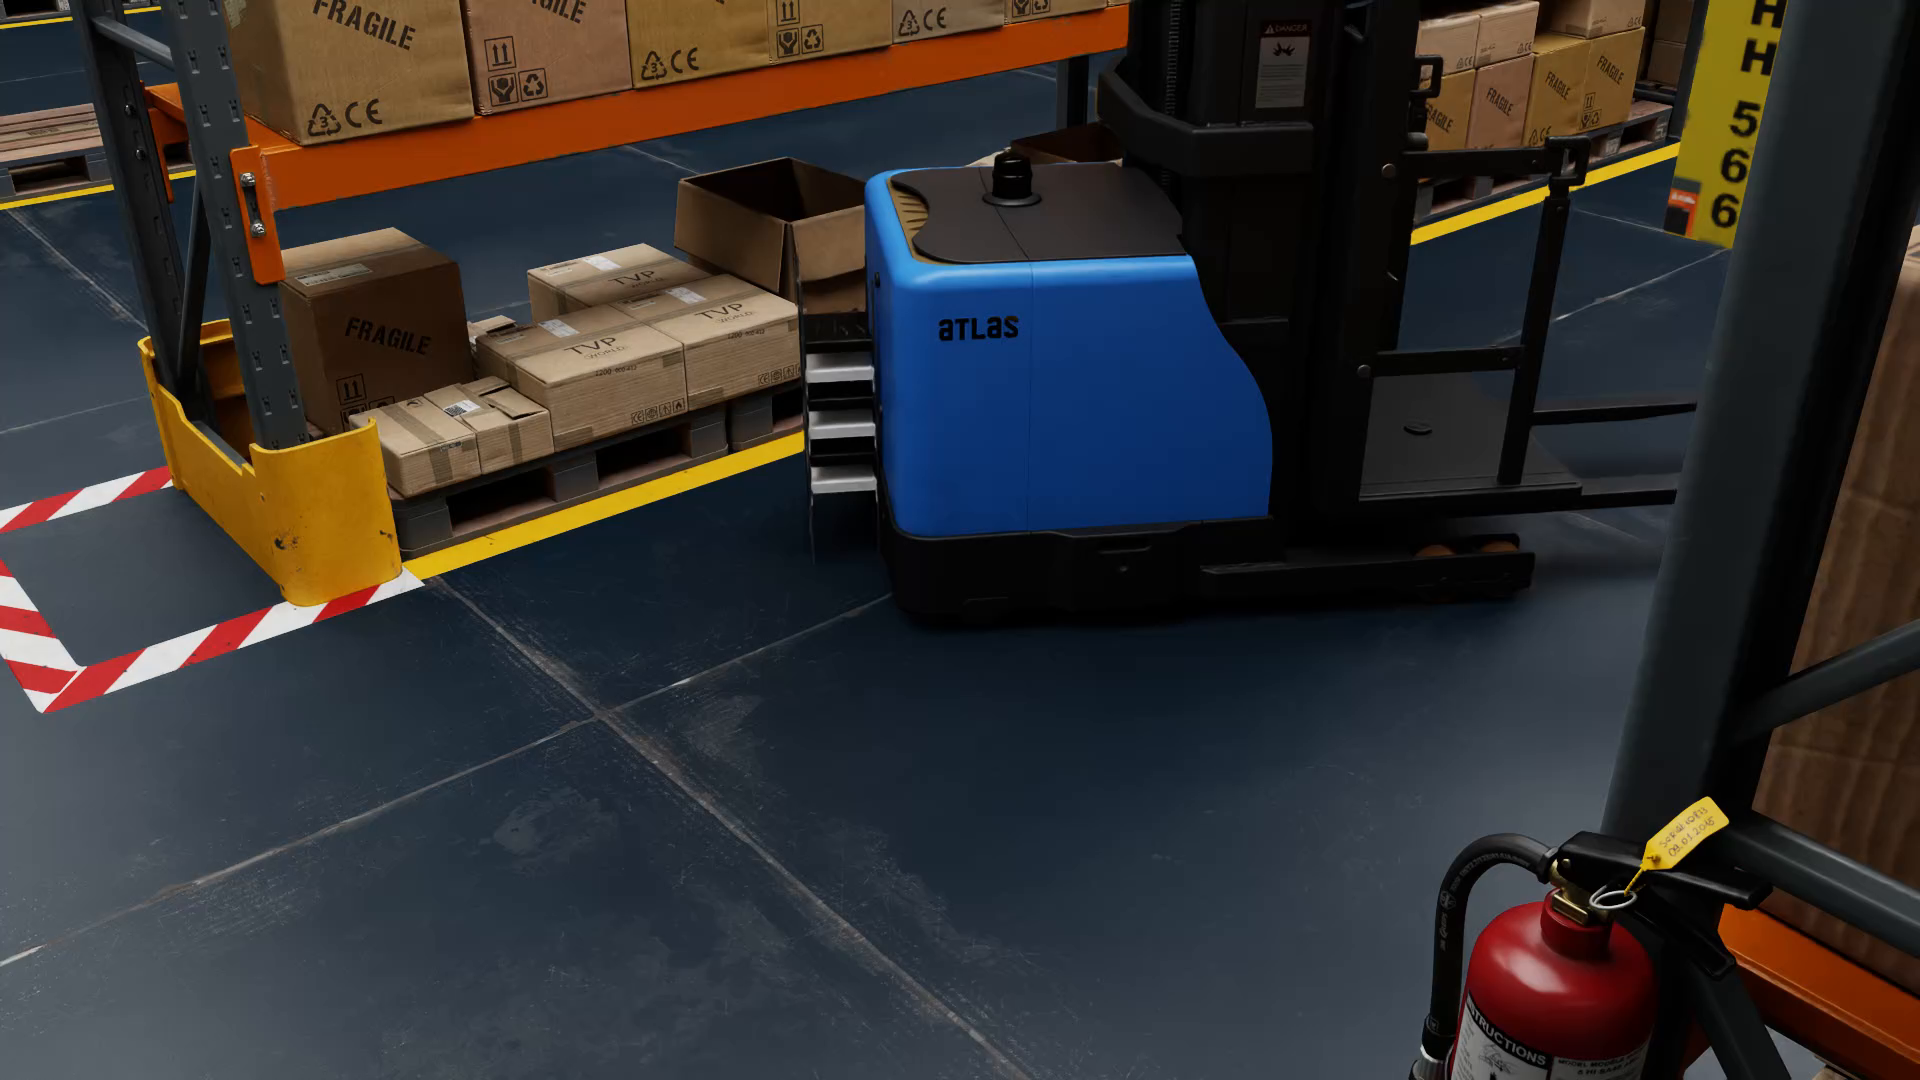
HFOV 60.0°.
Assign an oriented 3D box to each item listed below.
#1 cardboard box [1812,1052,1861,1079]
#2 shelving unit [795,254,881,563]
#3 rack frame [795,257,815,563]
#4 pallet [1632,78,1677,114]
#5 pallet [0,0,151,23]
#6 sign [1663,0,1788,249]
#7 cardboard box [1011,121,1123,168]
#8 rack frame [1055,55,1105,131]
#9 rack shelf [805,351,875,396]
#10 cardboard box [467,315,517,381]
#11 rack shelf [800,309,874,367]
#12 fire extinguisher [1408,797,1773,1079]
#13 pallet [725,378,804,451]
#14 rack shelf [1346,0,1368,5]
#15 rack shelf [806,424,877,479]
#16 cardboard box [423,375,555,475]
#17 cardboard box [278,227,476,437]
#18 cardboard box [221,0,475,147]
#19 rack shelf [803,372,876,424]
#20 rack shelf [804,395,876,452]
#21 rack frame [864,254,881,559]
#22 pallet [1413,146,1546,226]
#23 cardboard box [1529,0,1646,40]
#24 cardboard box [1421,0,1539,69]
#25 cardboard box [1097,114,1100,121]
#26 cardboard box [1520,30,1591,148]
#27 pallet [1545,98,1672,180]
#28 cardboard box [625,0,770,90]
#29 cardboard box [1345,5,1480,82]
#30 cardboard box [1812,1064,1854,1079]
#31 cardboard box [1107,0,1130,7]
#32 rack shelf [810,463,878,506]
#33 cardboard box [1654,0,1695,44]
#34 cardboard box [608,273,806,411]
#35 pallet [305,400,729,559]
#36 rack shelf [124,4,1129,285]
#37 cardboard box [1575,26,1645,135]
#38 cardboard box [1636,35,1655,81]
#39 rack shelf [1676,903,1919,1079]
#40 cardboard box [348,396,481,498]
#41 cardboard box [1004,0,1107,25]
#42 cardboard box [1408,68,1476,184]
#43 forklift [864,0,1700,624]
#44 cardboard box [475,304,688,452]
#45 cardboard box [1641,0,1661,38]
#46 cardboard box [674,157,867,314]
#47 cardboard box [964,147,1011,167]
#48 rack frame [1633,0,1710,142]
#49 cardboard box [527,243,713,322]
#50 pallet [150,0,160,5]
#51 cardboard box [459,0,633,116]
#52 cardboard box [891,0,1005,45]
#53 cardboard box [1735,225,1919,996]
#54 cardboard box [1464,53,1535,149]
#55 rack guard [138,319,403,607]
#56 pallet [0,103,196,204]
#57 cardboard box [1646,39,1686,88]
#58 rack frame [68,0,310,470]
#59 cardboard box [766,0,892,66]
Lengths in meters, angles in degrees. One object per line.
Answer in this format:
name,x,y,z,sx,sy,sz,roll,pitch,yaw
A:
cardboard box,1.426,0.699,2.277,0.250,0.149,0.380,-22,35,-35
shelving unit,-0.365,-0.389,5.022,0.210,0.900,0.258,-4,28,-7
rack frame,-0.466,-0.382,5.010,0.006,0.900,0.240,-4,28,-7
pallet,4.499,-2.808,10.280,1.213,0.211,1.003,-22,35,-35
pallet,-7.181,-4.319,13.109,1.213,0.211,1.003,-22,35,-35
sign,0.637,-0.391,1.320,0.005,0.325,0.100,-22,35,-35
cardboard box,0.555,-1.391,6.857,0.500,0.500,0.500,-22,35,-35
rack frame,0.804,-2.576,6.888,0.127,3.000,1.000,-22,35,-35
rack shelf,-0.365,-0.518,4.953,0.200,0.077,0.258,-4,28,-7
cardboard box,-1.619,-0.643,5.810,0.250,0.166,0.380,-22,35,-35
rack shelf,-0.365,-0.597,4.911,0.200,0.077,0.258,-4,28,-7
fire extinguisher,0.565,0.502,1.606,0.183,0.674,0.296,-22,35,-35
pallet,-0.648,-0.761,6.450,1.213,0.211,1.003,-22,35,-35
rack shelf,2.326,-2.870,8.202,4.000,0.370,1.077,-22,35,-35
rack shelf,-0.365,-0.280,5.081,0.200,0.077,0.258,-4,28,-7
cardboard box,-1.507,-0.378,5.314,0.250,0.166,0.380,-22,35,-35
cardboard box,-1.985,-0.698,5.560,0.500,0.500,0.500,-22,35,-35
cardboard box,-1.730,-1.438,4.651,0.500,0.500,0.500,-21,35,-34
rack shelf,-0.365,-0.439,4.996,0.200,0.077,0.258,-4,28,-7
rack shelf,-0.365,-0.359,5.038,0.200,0.077,0.258,-4,28,-7
rack frame,-0.264,-0.395,5.035,0.006,0.900,0.240,-4,28,-7
pallet,2.327,-1.984,8.738,1.213,0.211,1.003,-22,35,-35
cardboard box,3.248,-2.833,8.758,0.500,0.250,0.500,-20,34,-33
cardboard box,2.472,-2.518,8.170,0.500,0.250,0.500,-23,36,-36
cardboard box,0.993,-1.921,7.848,0.500,0.500,0.500,-22,35,-35
cardboard box,2.894,-2.363,8.674,0.500,0.500,0.500,-23,36,-37
pallet,3.254,-2.355,9.433,1.213,0.211,1.003,-22,35,-35
cardboard box,-0.958,-1.750,5.236,0.500,0.500,0.500,-22,35,-35
cardboard box,2.091,-2.365,7.882,0.500,0.250,0.500,-22,35,-35
cardboard box,1.447,1.090,2.234,0.500,0.500,0.700,-22,35,-35
cardboard box,0.590,-2.375,6.406,0.500,0.500,0.500,-21,35,-34
rack shelf,-0.365,-0.200,5.123,0.200,0.077,0.258,-4,28,-7
cardboard box,4.436,-3.074,9.697,0.500,0.311,0.500,-21,34,-33
cardboard box,-0.880,-0.704,5.836,0.500,0.250,0.500,-22,35,-35
pallet,-1.575,-0.390,5.756,1.213,0.211,1.003,-22,35,-35
rack shelf,-0.717,-1.647,5.912,4.000,0.370,1.077,-22,35,-35
cardboard box,3.288,-2.521,8.970,0.500,0.500,0.500,-20,34,-33
cardboard box,4.089,-3.020,10.191,0.500,0.250,0.500,-21,35,-34
rack shelf,2.501,0.128,2.591,4.000,0.370,1.077,-22,35,-35
cardboard box,-1.697,-0.294,5.175,0.250,0.149,0.380,-22,35,-35
cardboard box,0.199,-2.217,6.110,0.500,0.500,0.500,-21,34,-34
cardboard box,2.114,-2.045,8.080,0.500,0.500,0.500,-21,35,-34
forklift,1.253,-1.354,4.673,3.031,2.935,1.130,-4,28,-7
cardboard box,-1.261,-0.551,5.549,0.500,0.250,0.500,-22,35,-35
cardboard box,4.086,-3.268,10.059,0.500,0.311,0.500,-21,34,-34
cardboard box,-0.622,-1.092,6.293,0.637,0.503,0.797,-22,35,-35
cardboard box,0.344,-1.533,7.322,0.500,0.311,0.500,-22,35,-35
rack frame,3.847,-3.800,9.177,0.127,3.000,1.000,-22,35,-35
cardboard box,-1.243,-0.868,6.142,0.500,0.250,0.500,-22,35,-35
pallet,-6.252,-4.695,13.811,1.213,0.211,1.003,-22,35,-35
cardboard box,-1.341,-1.597,4.950,0.500,0.500,0.500,-22,35,-35
cardboard box,-0.190,-2.059,5.814,0.500,0.500,0.500,-21,35,-34
cardboard box,1.361,0.131,1.504,0.700,0.700,0.980,-20,34,-33
cardboard box,2.499,-2.200,8.369,0.500,0.500,0.500,-23,36,-37
rack guard,-2.181,-0.273,5.230,0.348,0.500,1.175,-22,35,-35
pallet,-4.799,-2.138,9.027,1.213,0.211,1.003,-22,35,-35
cardboard box,4.436,-2.827,9.829,0.500,0.250,0.500,-22,35,-35
rack frame,-2.239,-1.352,4.598,0.127,3.000,1.000,-22,35,-35
cardboard box,-0.576,-1.902,5.521,0.500,0.500,0.500,-21,35,-34
